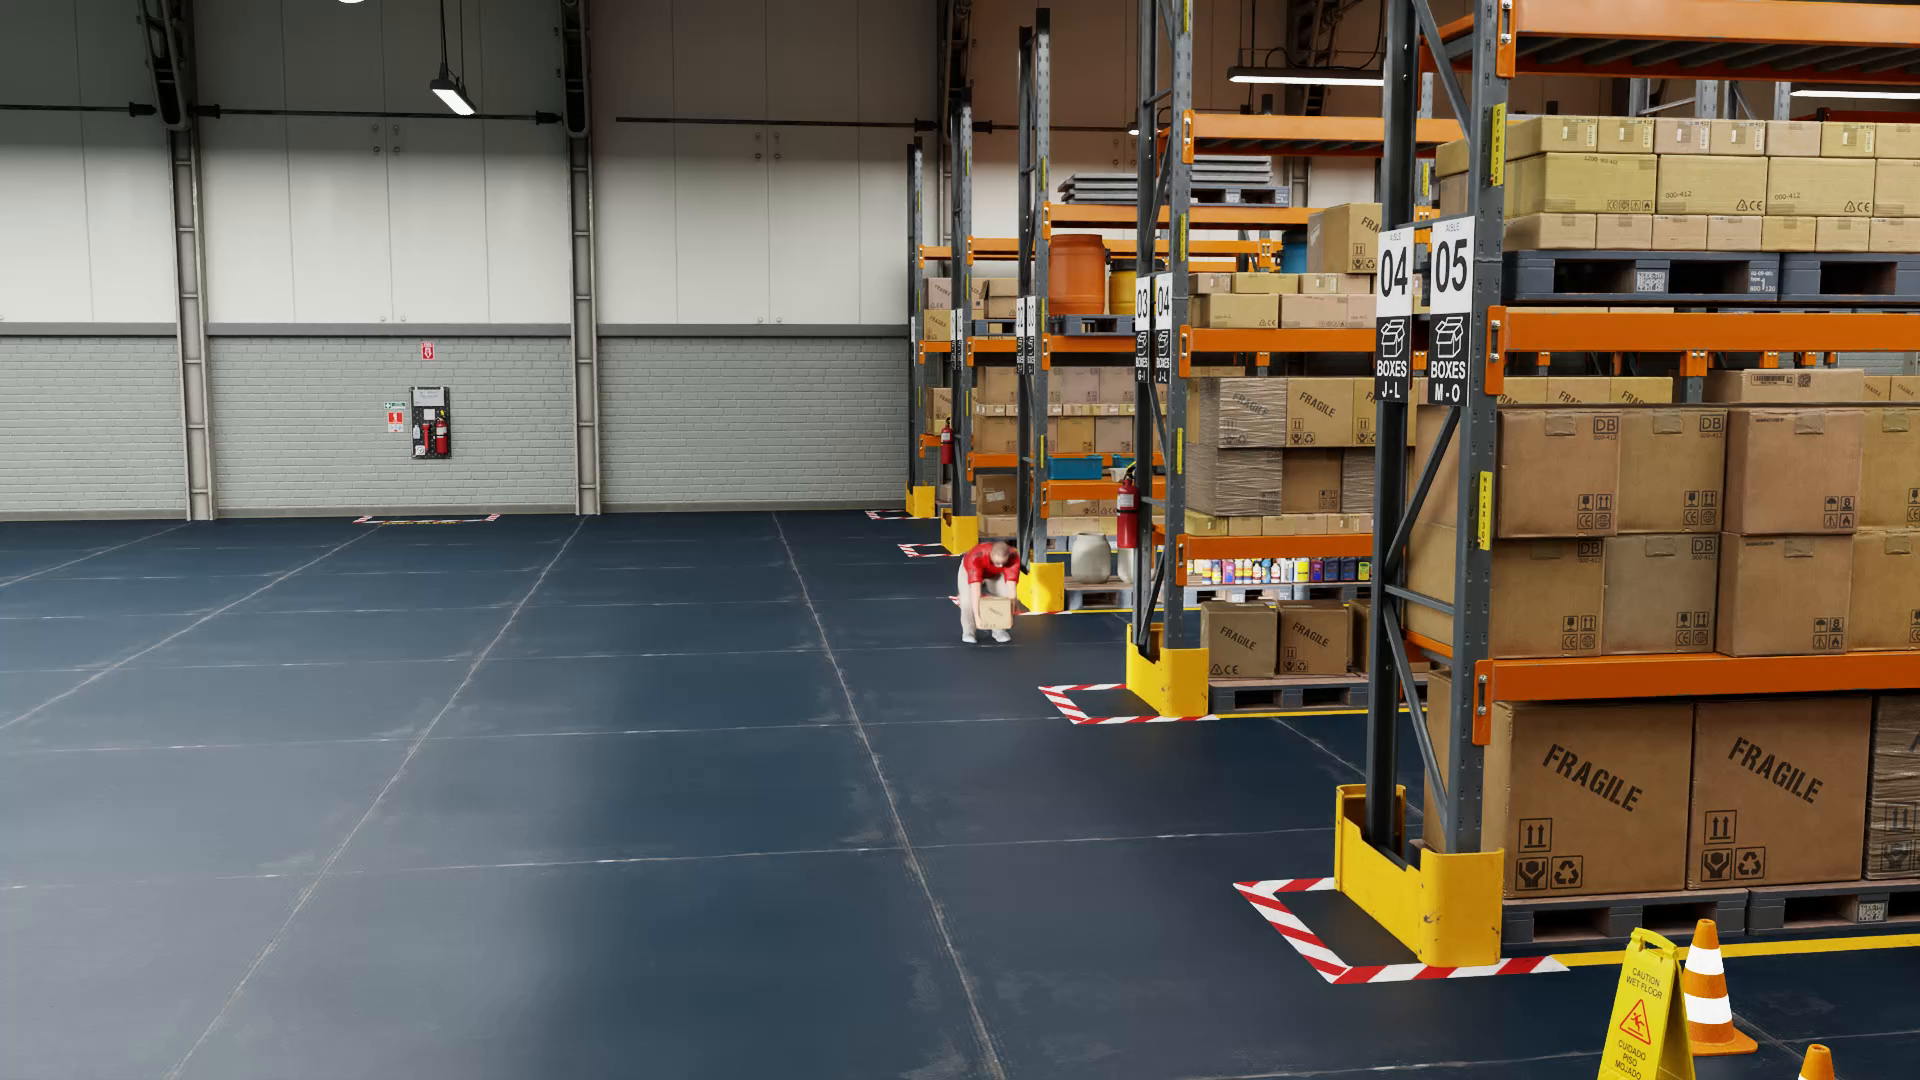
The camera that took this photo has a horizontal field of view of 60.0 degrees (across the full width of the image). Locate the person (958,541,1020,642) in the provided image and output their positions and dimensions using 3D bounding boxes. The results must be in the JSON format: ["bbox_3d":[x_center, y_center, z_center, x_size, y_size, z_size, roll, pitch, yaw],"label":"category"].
[{"bbox_3d":[0.264,0.455,15.123,0.542,0.980,0.918,-1,7,-11],"label":"person"}]
